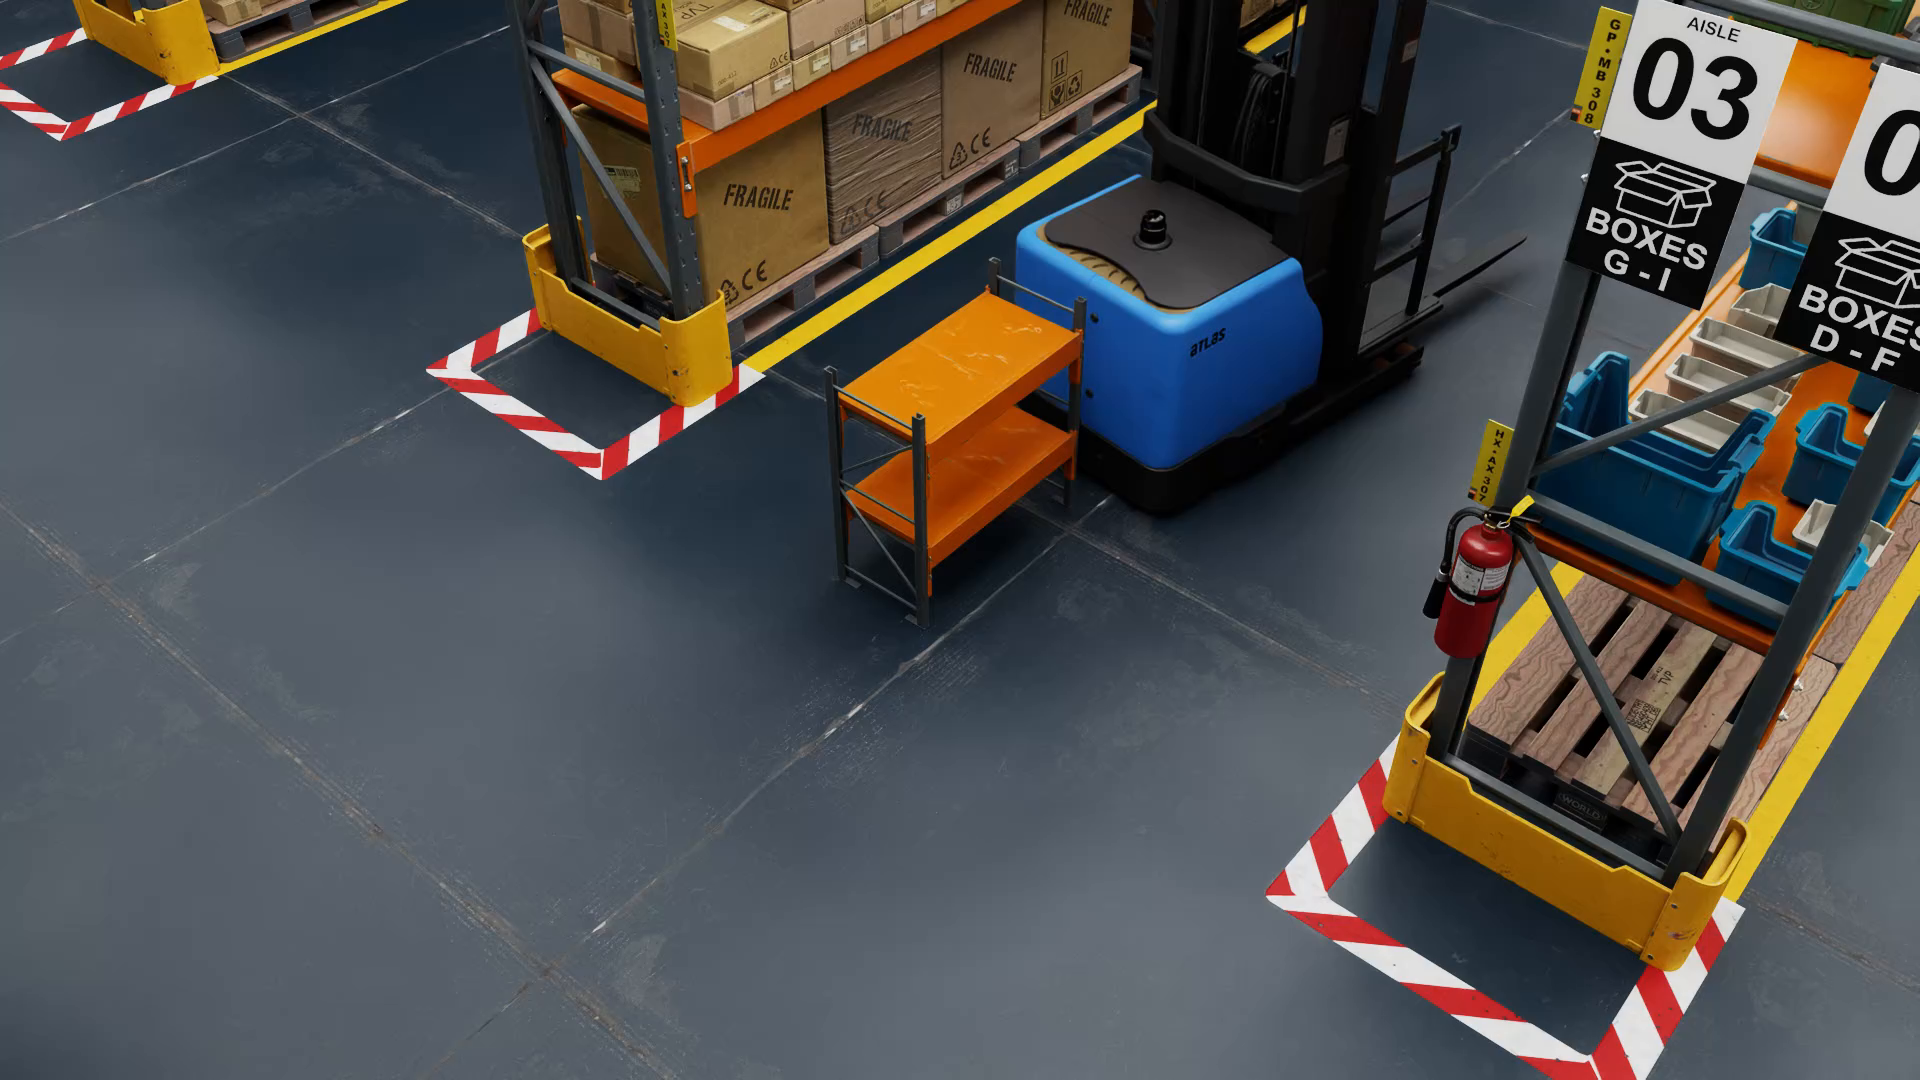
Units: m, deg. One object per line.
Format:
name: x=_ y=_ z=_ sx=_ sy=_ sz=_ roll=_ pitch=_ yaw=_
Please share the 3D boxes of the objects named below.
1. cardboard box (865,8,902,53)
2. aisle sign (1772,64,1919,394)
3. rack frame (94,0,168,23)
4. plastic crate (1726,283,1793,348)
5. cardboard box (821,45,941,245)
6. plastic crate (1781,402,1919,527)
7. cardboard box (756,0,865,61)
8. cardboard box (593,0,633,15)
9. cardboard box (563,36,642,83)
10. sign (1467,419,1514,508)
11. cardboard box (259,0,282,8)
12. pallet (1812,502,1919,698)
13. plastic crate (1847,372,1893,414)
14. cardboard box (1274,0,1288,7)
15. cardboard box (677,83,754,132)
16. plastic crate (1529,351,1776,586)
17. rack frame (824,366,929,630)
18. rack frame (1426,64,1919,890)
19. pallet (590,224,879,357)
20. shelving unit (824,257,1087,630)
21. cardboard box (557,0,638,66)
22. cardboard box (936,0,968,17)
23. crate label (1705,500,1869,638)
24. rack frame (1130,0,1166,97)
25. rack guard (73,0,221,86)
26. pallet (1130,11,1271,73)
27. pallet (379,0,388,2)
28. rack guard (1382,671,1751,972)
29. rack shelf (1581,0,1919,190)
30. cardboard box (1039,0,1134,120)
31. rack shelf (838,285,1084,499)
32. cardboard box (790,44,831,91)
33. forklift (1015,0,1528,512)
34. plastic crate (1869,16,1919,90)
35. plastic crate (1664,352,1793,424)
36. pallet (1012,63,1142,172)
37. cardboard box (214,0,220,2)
cardboard box: x=-0.508 y=-2.571 z=8.217 sx=0.380 sy=0.149 sz=0.250 roll=29 pitch=49 yaw=28
aisle sign: x=2.323 y=-0.746 z=4.091 sx=0.394 sy=0.787 sz=0.004 roll=29 pitch=50 yaw=28
rack frame: x=-5.380 y=-4.294 z=9.925 sx=1.000 sy=3.000 sz=0.127 roll=29 pitch=50 yaw=28
plastic crate: x=3.063 y=-0.830 z=6.267 sx=0.298 sy=0.136 sz=0.250 roll=29 pitch=50 yaw=28
cardboard box: x=-0.713 y=-2.296 z=8.995 sx=0.875 sy=0.875 sz=0.875 roll=29 pitch=50 yaw=28
plastic crate: x=2.976 y=-0.234 z=5.540 sx=0.416 sy=0.233 sz=0.300 roll=29 pitch=50 yaw=28
cardboard box: x=-0.804 y=-2.550 z=7.897 sx=0.500 sy=0.250 sz=0.500 roll=29 pitch=50 yaw=28
cardboard box: x=-1.537 y=-2.791 z=7.605 sx=0.500 sy=0.500 sz=0.500 roll=30 pitch=50 yaw=29
cardboard box: x=-1.672 y=-2.327 z=7.949 sx=0.380 sy=0.149 sz=0.250 roll=30 pitch=50 yaw=29
sign: x=1.710 y=-0.240 z=5.345 sx=0.100 sy=0.325 sz=0.005 roll=29 pitch=50 yaw=28
cardboard box: x=-4.692 y=-3.696 z=11.074 sx=0.380 sy=0.149 sz=0.250 roll=29 pitch=50 yaw=28
pallet: x=3.488 y=0.049 z=7.222 sx=1.003 sy=0.211 sz=1.213 roll=29 pitch=50 yaw=28
plastic crate: x=3.400 y=-0.573 z=5.912 sx=0.416 sy=0.233 sz=0.300 roll=29 pitch=50 yaw=28
cardboard box: x=1.896 y=-4.322 z=11.223 sx=1.225 sy=0.875 sz=0.875 roll=28 pitch=49 yaw=27
cardboard box: x=-1.168 y=-2.041 z=7.634 sx=0.380 sy=0.149 sz=0.250 roll=30 pitch=50 yaw=29
plastic crate: x=2.214 y=-0.239 z=5.394 sx=0.616 sy=0.435 sz=0.499 roll=29 pitch=50 yaw=28
rack frame: x=-0.331 y=-0.151 z=6.762 sx=0.500 sy=1.125 sz=0.032 roll=29 pitch=50 yaw=28
rack frame: x=2.142 y=0.050 z=5.148 sx=1.000 sy=3.000 sz=0.127 roll=29 pitch=50 yaw=28
pallet: x=-1.194 y=-1.508 z=8.934 sx=1.003 sy=0.211 sz=1.213 roll=29 pitch=50 yaw=28
shelving unit: x=-0.004 y=-0.413 z=7.050 sx=0.538 sy=1.125 sz=1.048 roll=29 pitch=50 yaw=28
cardboard box: x=-1.540 y=-2.513 z=7.857 sx=0.500 sy=0.250 sz=0.500 roll=29 pitch=50 yaw=28
cardboard box: x=-0.179 y=-2.834 z=8.506 sx=0.380 sy=0.149 sz=0.250 roll=28 pitch=49 yaw=27
crate label: x=2.553 y=0.105 z=5.167 sx=0.416 sy=0.233 sz=0.303 roll=29 pitch=50 yaw=28
rack frame: x=0.925 y=-4.154 z=9.771 sx=1.000 sy=3.000 sz=0.127 roll=29 pitch=50 yaw=28
rack guard: x=-5.331 y=-3.408 z=10.809 sx=1.175 sy=0.500 sz=0.348 roll=29 pitch=50 yaw=28
pallet: x=1.364 y=-3.552 z=11.182 sx=1.003 sy=0.211 sz=1.213 roll=29 pitch=50 yaw=28
pallet: x=-3.996 y=-4.330 z=12.037 sx=1.003 sy=0.211 sz=1.213 roll=29 pitch=50 yaw=28
rack guard: x=2.136 y=0.993 z=5.969 sx=1.175 sy=0.500 sz=0.348 roll=29 pitch=50 yaw=28
rack shelf: x=3.429 y=-1.823 z=5.513 sx=1.077 sy=0.370 sz=4.000 roll=29 pitch=50 yaw=28
cardboard box: x=0.439 y=-3.218 z=10.009 sx=0.875 sy=0.875 sz=0.875 roll=29 pitch=50 yaw=28
rack shelf: x=-0.004 y=-0.629 z=6.853 sx=0.538 sy=0.278 sz=1.000 roll=29 pitch=50 yaw=28
cardboard box: x=-0.840 y=-2.306 z=7.926 sx=0.380 sy=0.149 sz=0.250 roll=28 pitch=49 yaw=28
forklift: x=1.679 y=-2.060 z=7.519 sx=3.031 sy=2.935 sz=1.130 roll=-30 pitch=50 yaw=-29
plastic crate: x=2.603 y=-1.089 z=4.268 sx=0.497 sy=0.269 sz=0.590 roll=29 pitch=50 yaw=28
plastic crate: x=2.726 y=-0.516 z=5.921 sx=0.396 sy=0.136 sz=0.243 roll=29 pitch=50 yaw=28
pallet: x=0.376 y=-2.765 z=10.316 sx=1.003 sy=0.211 sz=1.213 roll=29 pitch=50 yaw=28
cardboard box: x=-4.847 y=-3.663 z=10.817 sx=0.380 sy=0.149 sz=0.250 roll=32 pitch=51 yaw=30
